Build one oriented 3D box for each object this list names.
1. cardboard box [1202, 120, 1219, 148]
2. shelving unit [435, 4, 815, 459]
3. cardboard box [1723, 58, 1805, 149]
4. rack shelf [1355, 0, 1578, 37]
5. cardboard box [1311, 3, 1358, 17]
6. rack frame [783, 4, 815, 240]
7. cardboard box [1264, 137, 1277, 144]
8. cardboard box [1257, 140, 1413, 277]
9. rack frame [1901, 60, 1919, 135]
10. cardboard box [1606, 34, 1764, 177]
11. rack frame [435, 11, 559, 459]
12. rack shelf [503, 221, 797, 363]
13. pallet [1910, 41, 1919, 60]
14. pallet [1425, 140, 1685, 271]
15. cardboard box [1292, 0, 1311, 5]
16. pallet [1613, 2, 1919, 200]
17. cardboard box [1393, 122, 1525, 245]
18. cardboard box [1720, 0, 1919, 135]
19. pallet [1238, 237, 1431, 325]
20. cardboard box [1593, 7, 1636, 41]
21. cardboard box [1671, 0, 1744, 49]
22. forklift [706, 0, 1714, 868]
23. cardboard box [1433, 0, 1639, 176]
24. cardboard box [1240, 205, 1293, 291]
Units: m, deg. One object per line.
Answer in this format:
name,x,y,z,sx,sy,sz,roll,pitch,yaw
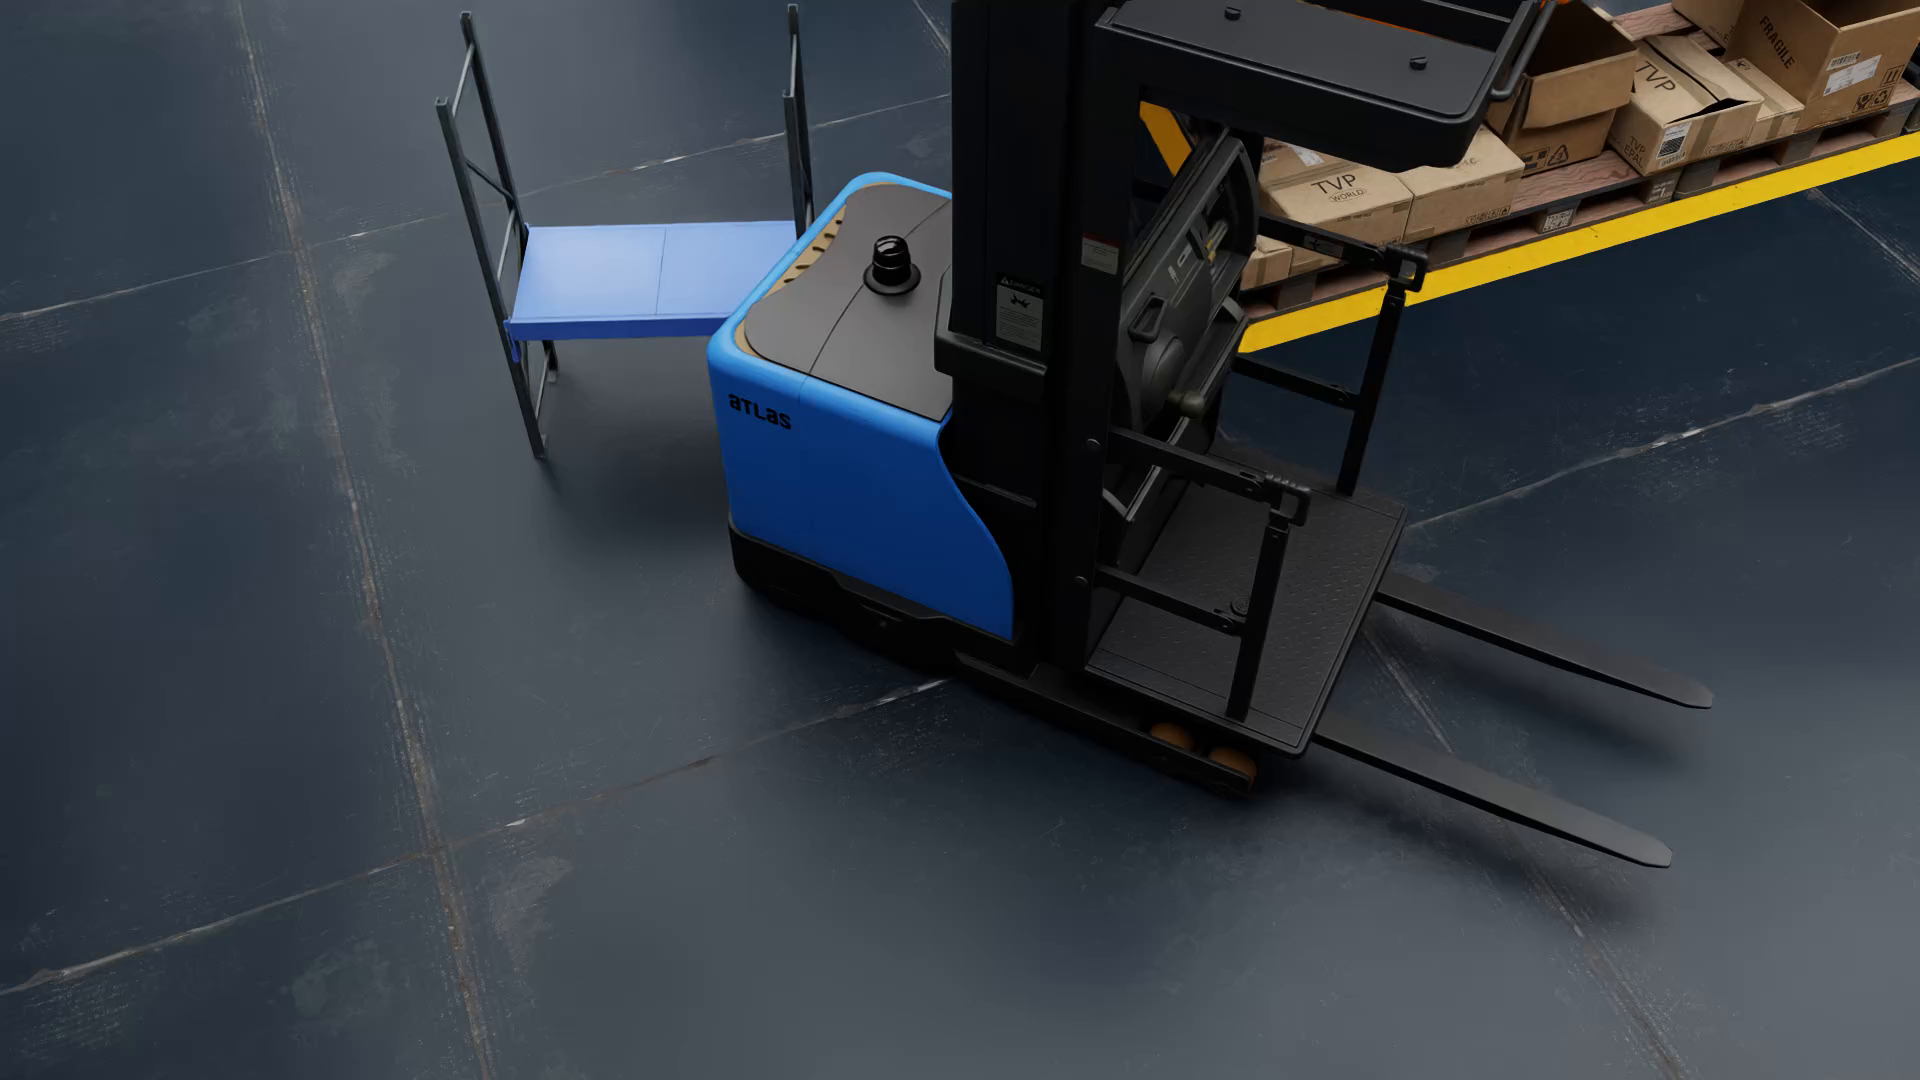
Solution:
cardboard box,0.719,-1.630,6.530,0.500,0.500,0.500,-17,52,-14
shelving unit,-1.023,-0.988,5.610,1.048,1.500,0.538,-2,49,-1
cardboard box,3.267,-1.822,6.926,0.250,0.149,0.380,-17,52,-14
rack shelf,2.160,-2.311,6.232,4.000,0.370,1.077,-17,52,-14
cardboard box,1.295,-2.098,5.509,0.500,0.500,0.500,-18,52,-15
rack frame,-0.515,-1.003,5.623,0.032,1.500,0.500,-2,49,-1
cardboard box,1.128,-1.574,6.702,0.250,0.166,0.380,-17,52,-14
cardboard box,1.382,-1.320,6.429,0.500,0.250,0.500,-17,52,-14
rack frame,4.012,-3.119,6.452,0.127,3.000,1.000,-17,52,-14
cardboard box,2.897,-1.809,6.809,0.500,0.311,0.500,-17,52,-14
rack frame,-1.531,-0.972,5.597,0.032,1.500,0.500,-2,49,-1
rack shelf,-1.023,-0.871,5.746,1.000,0.185,0.538,-2,49,-1
pallet,4.751,-2.471,7.733,1.213,0.211,1.003,-17,52,-14
pallet,2.245,-1.662,7.038,1.213,0.211,1.003,-17,52,-14
cardboard box,0.819,-1.947,5.379,0.500,0.500,0.500,-16,51,-13
pallet,3.376,-2.014,7.341,1.213,0.211,1.003,-17,52,-14
cardboard box,1.845,-1.463,6.552,0.500,0.250,0.500,-17,52,-14
cardboard box,3.592,-2.086,6.922,0.500,0.500,0.500,-17,52,-14
pallet,1.117,-1.315,6.740,1.213,0.211,1.003,-17,52,-14
cardboard box,2.745,-2.116,7.168,0.250,0.166,0.380,-17,52,-14
cardboard box,3.542,-2.418,7.332,0.500,0.311,0.500,-17,52,-14
forklift,0.792,-0.635,4.364,3.031,2.935,1.130,21,53,17
cardboard box,2.275,-1.907,6.766,0.637,0.503,0.797,-17,52,-14
cardboard box,1.058,-1.143,6.332,0.250,0.166,0.380,-17,52,-14
